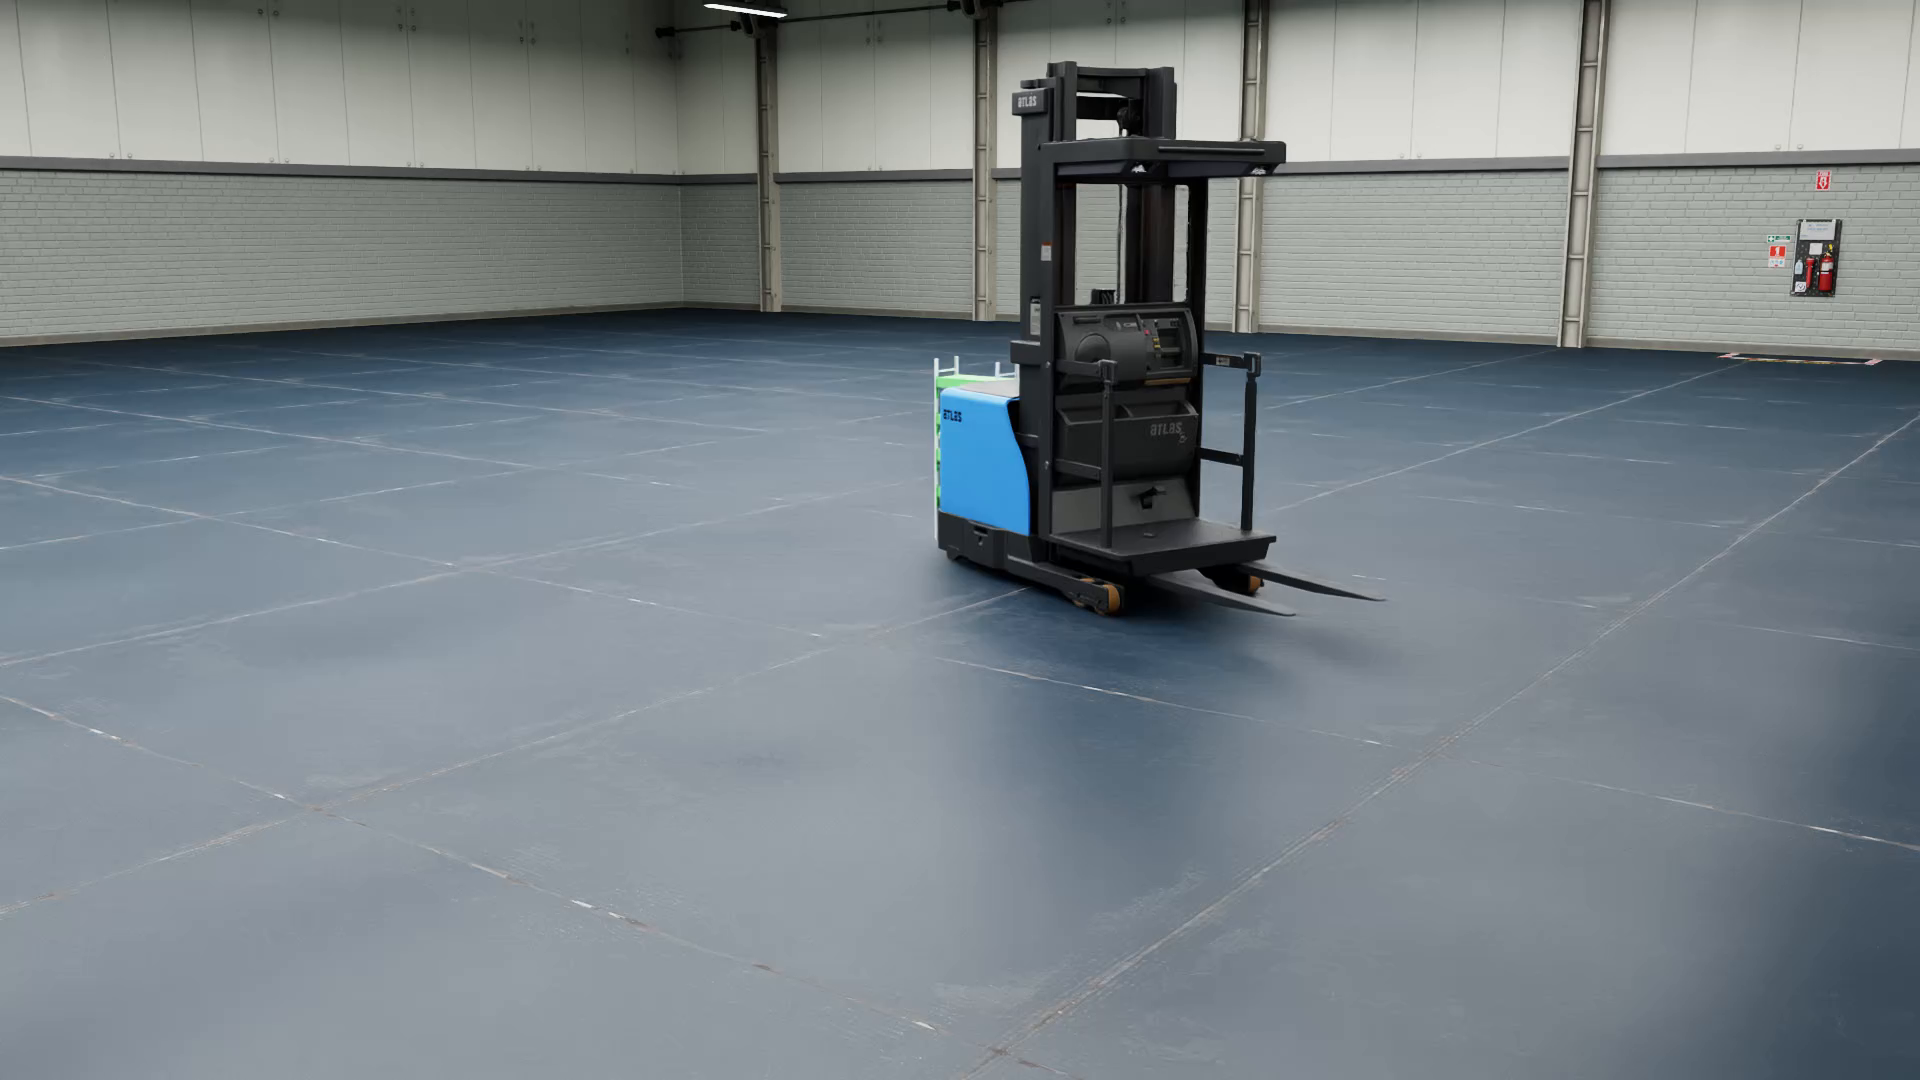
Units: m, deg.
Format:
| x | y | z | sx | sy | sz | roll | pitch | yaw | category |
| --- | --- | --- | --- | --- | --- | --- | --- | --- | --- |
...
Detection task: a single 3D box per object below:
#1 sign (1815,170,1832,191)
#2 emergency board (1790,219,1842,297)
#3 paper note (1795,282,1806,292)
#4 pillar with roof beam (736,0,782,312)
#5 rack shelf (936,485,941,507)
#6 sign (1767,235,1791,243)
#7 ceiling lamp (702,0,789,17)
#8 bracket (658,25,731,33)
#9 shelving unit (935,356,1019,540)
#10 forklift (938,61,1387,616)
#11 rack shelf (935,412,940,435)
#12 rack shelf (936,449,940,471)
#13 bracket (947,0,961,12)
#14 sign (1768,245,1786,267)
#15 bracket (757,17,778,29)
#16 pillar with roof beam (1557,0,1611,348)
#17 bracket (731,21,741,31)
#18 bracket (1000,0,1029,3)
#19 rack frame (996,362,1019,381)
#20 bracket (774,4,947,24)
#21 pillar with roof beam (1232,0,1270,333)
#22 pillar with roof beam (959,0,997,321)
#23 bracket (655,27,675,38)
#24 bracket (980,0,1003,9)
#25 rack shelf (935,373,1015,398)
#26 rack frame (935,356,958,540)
| x | y | z | sx | sy | sz | roll | pitch | yaw | category |
| --- | --- | --- | --- | --- | --- | --- | --- | --- | --- |
| 13.098 | -5.455 | 25.227 | 0.199 | 0.298 | 0.001 | 8 | 13 | 36 | sign |
| 13.046 | -4.301 | 25.363 | 0.643 | 1.169 | 0.194 | 8 | 13 | 36 | emergency board |
| 12.944 | -3.899 | 25.605 | 0.142 | 0.148 | 0.016 | 8 | 13 | 36 | paper note |
| -6.877 | -9.002 | 33.868 | 0.548 | 9.000 | 9.100 | 8 | 13 | 36 | pillar with roof beam |
| 0.107 | -0.281 | 10.922 | 0.480 | 0.148 | 0.258 | 8 | 14 | 36 | rack shelf |
| 12.660 | -4.655 | 25.703 | 0.331 | 0.109 | 0.001 | 8 | 13 | 36 | sign |
| -4.151 | -11.333 | 30.549 | 0.800 | 3.185 | 2.000 | 8 | 13 | 36 | ceiling lamp |
| -6.308 | -11.620 | 37.927 | 3.189 | 0.066 | 0.076 | 8 | 13 | 36 | bracket |
| 0.107 | -0.579 | 10.864 | 0.503 | 1.200 | 0.258 | 8 | 14 | 36 | shelving unit |
| 1.064 | -1.137 | 9.189 | 1.130 | 2.935 | 3.031 | -7 | 13 | -31 | forklift |
| 0.107 | -0.752 | 10.830 | 0.480 | 0.148 | 0.258 | 8 | 14 | 36 | rack shelf |
| 0.107 | -0.516 | 10.876 | 0.480 | 0.148 | 0.258 | 8 | 14 | 36 | rack shelf |
| -0.038 | -10.746 | 33.406 | 0.430 | 0.232 | 0.235 | 8 | 13 | 36 | bracket |
| 12.661 | -4.396 | 25.763 | 0.234 | 0.329 | 0.001 | 8 | 13 | 36 | sign |
| -4.205 | -11.327 | 36.411 | 0.430 | 0.232 | 0.235 | 8 | 13 | 36 | bracket |
| 7.631 | -6.978 | 23.407 | 0.400 | 9.000 | 9.100 | 8 | 13 | 36 | pillar with roof beam |
| -4.874 | -11.420 | 36.893 | 0.430 | 0.232 | 0.235 | 8 | 13 | 36 | bracket |
| 2.708 | -10.363 | 31.426 | 4.783 | 0.066 | 0.076 | 8 | 13 | 36 | bracket |
| 0.303 | -0.551 | 10.721 | 0.015 | 1.200 | 0.240 | 8 | 14 | 36 | rack frame |
| -2.128 | -11.037 | 34.913 | 4.783 | 0.066 | 0.076 | 8 | 13 | 36 | bracket |
| 2.795 | -7.653 | 26.894 | 0.400 | 9.000 | 9.100 | 8 | 13 | 36 | pillar with roof beam |
| -2.041 | -8.327 | 30.381 | 0.548 | 9.000 | 9.100 | 8 | 13 | 36 | pillar with roof beam |
| -6.784 | -11.687 | 38.270 | 0.430 | 0.232 | 0.235 | 8 | 13 | 36 | bracket |
| 0.632 | -10.652 | 32.924 | 0.430 | 0.232 | 0.235 | 8 | 13 | 36 | bracket |
| 0.107 | -0.988 | 10.785 | 0.480 | 0.148 | 0.258 | 8 | 14 | 36 | rack shelf |
| -0.088 | -0.607 | 11.007 | 0.015 | 1.200 | 0.240 | 8 | 14 | 36 | rack frame |
